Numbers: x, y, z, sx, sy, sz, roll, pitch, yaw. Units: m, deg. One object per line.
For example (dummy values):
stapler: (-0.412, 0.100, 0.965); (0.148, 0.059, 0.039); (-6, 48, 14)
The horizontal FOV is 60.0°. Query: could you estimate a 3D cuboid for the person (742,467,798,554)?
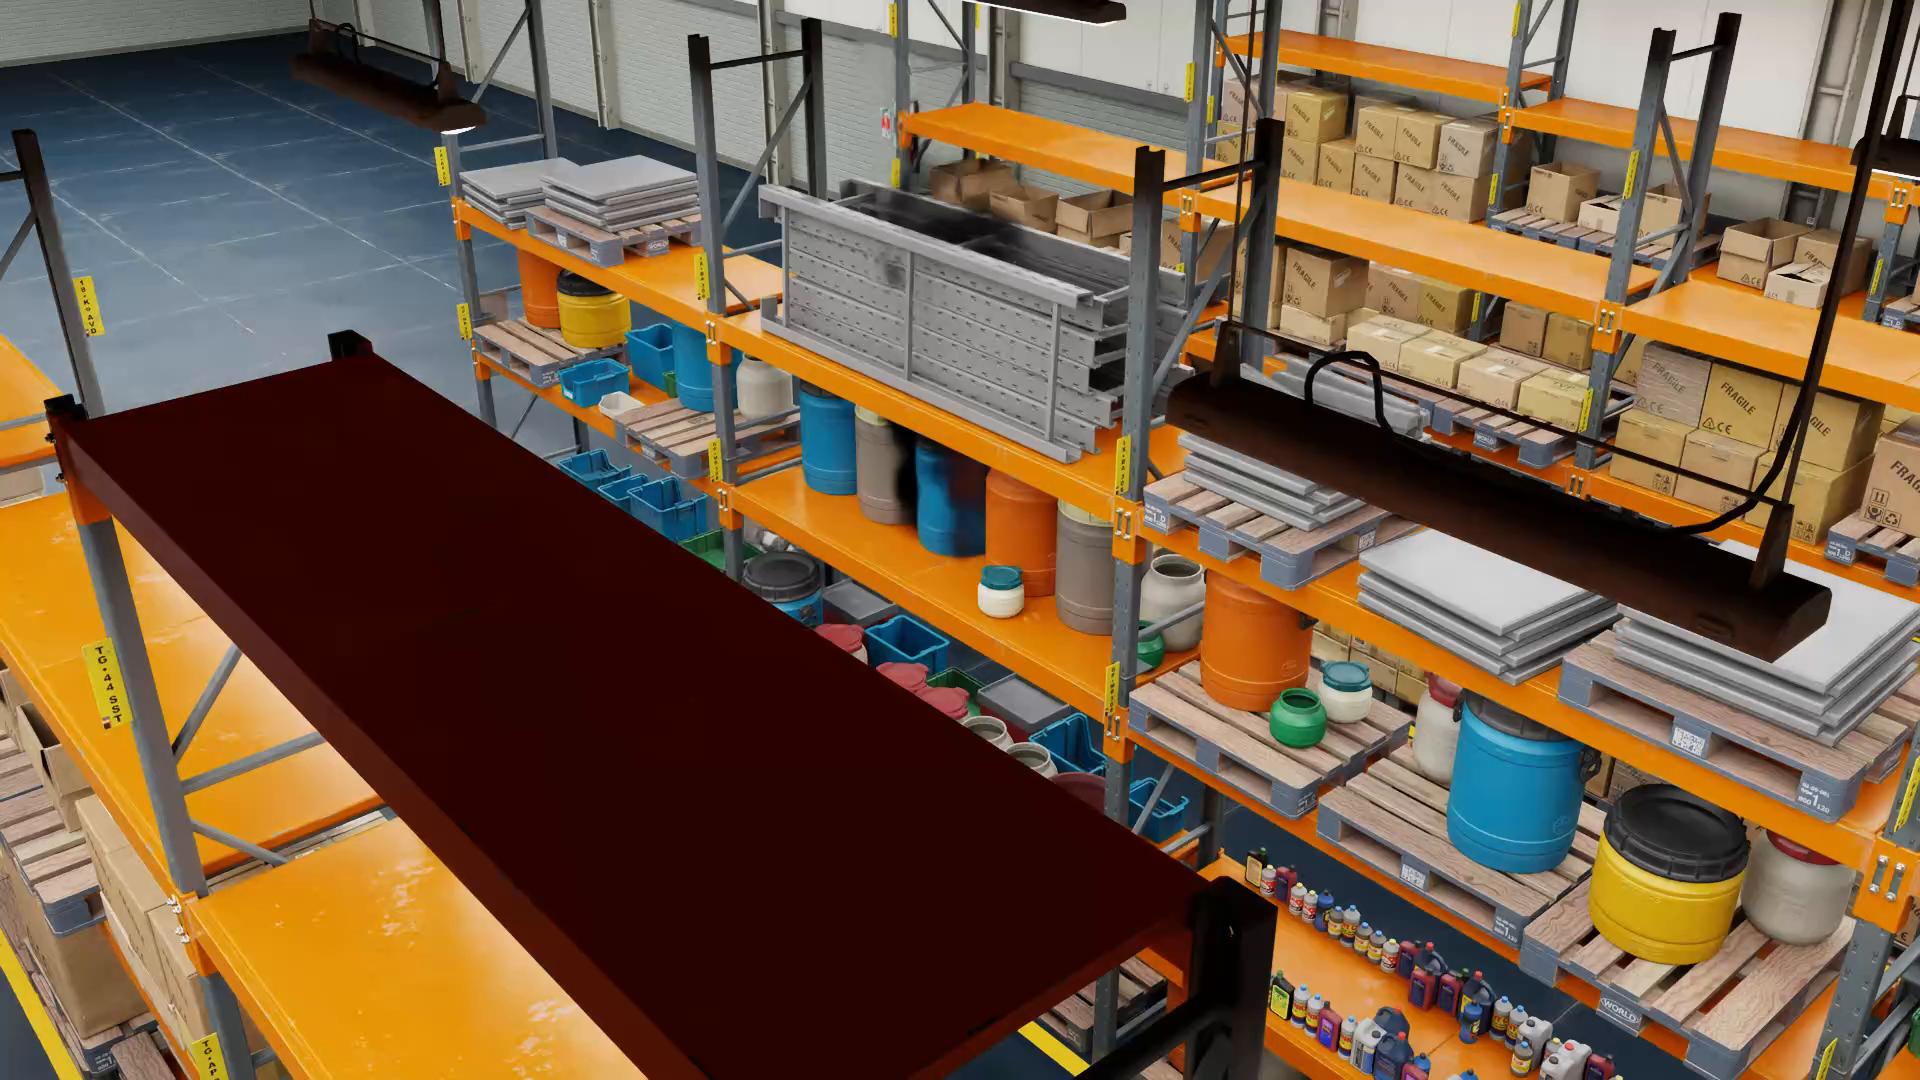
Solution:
person: (-1.919, -0.317, 16.290); (0.598, 1.739, 0.662); (12, 29, 22)
